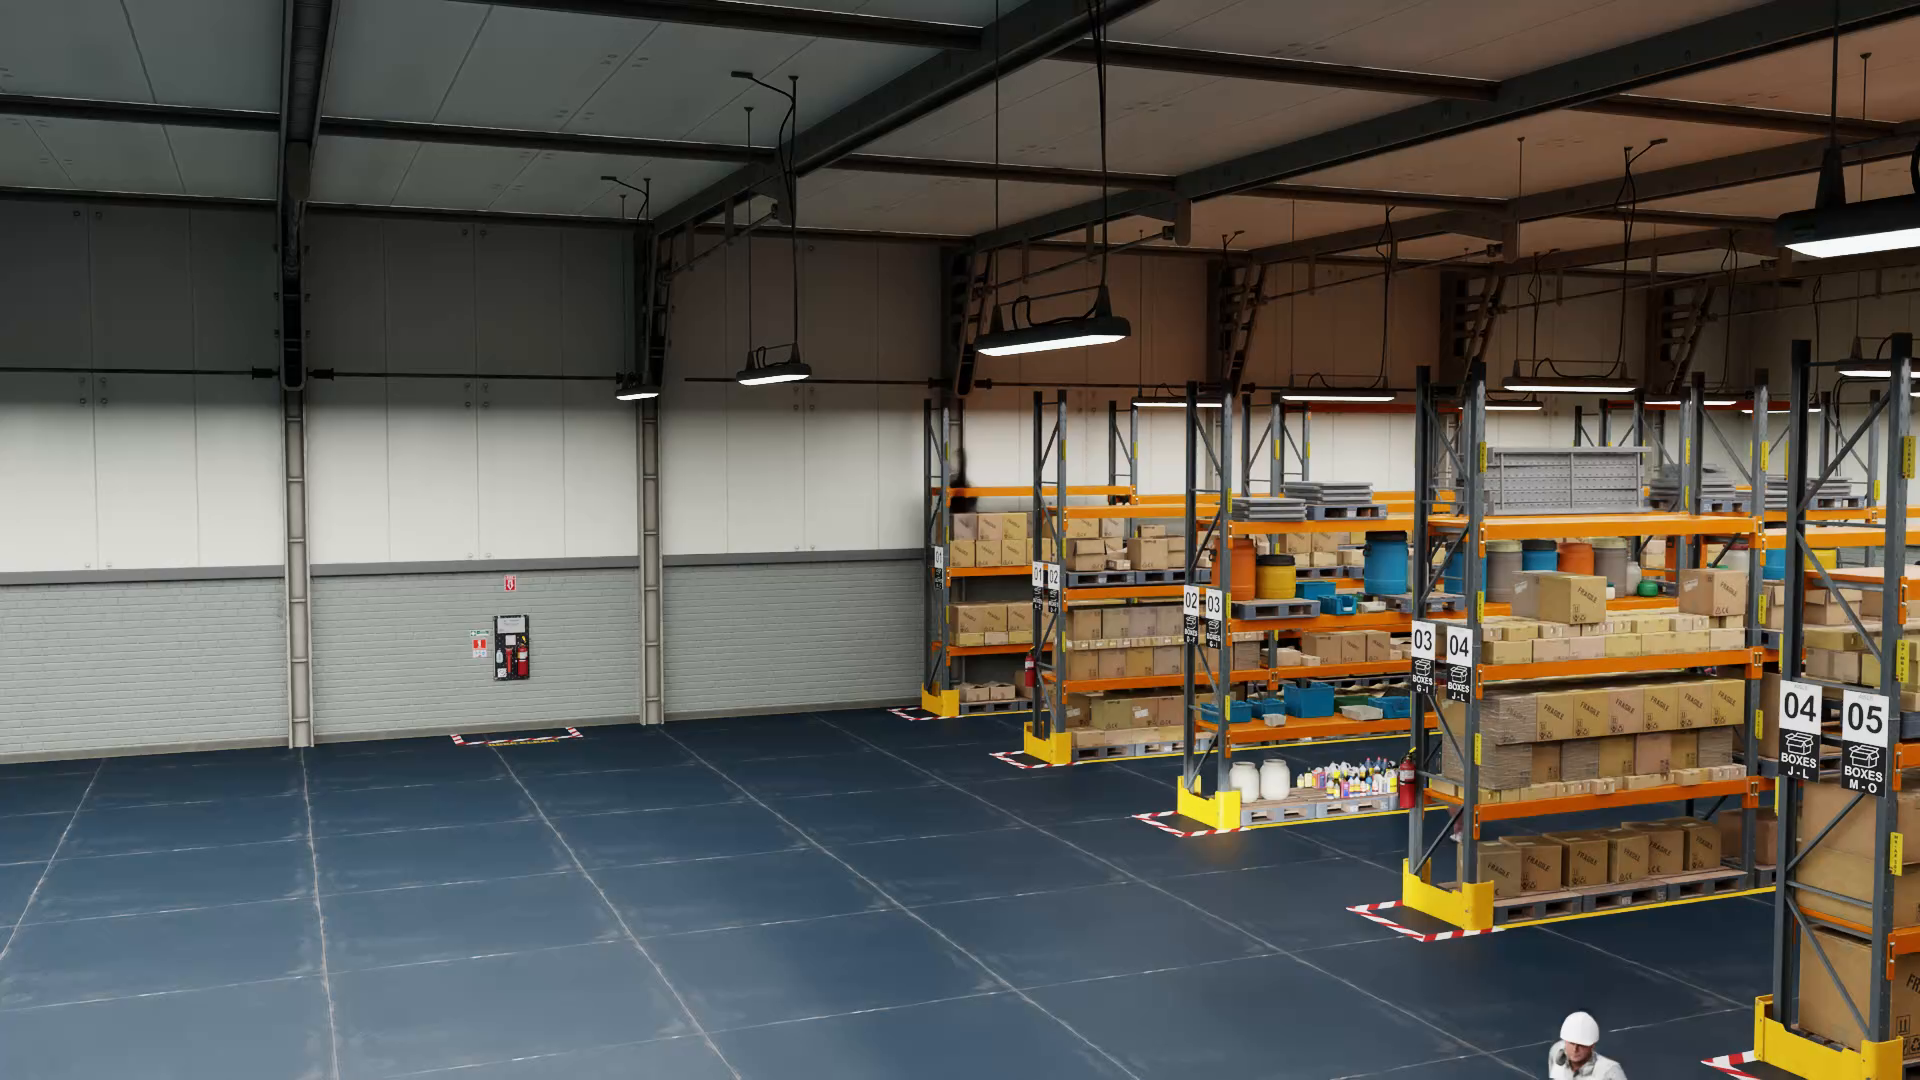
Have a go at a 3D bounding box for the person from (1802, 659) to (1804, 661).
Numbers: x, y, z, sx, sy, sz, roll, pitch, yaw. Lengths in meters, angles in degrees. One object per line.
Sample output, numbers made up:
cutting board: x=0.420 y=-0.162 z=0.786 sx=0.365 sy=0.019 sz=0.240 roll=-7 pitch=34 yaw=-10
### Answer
person: x=16.090 y=2.436 z=31.294 sx=0.804 sy=1.799 sz=0.708 roll=-3 pitch=4 yaw=-37

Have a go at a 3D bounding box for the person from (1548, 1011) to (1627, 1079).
person: x=3.914 y=3.710 z=10.308 sx=0.625 sy=1.705 sz=0.868 roll=3 pitch=4 yaw=38

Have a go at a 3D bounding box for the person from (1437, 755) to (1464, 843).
person: x=6.415 y=3.086 z=21.303 sx=0.627 sy=1.635 sz=0.613 roll=-3 pitch=4 yaw=-37
